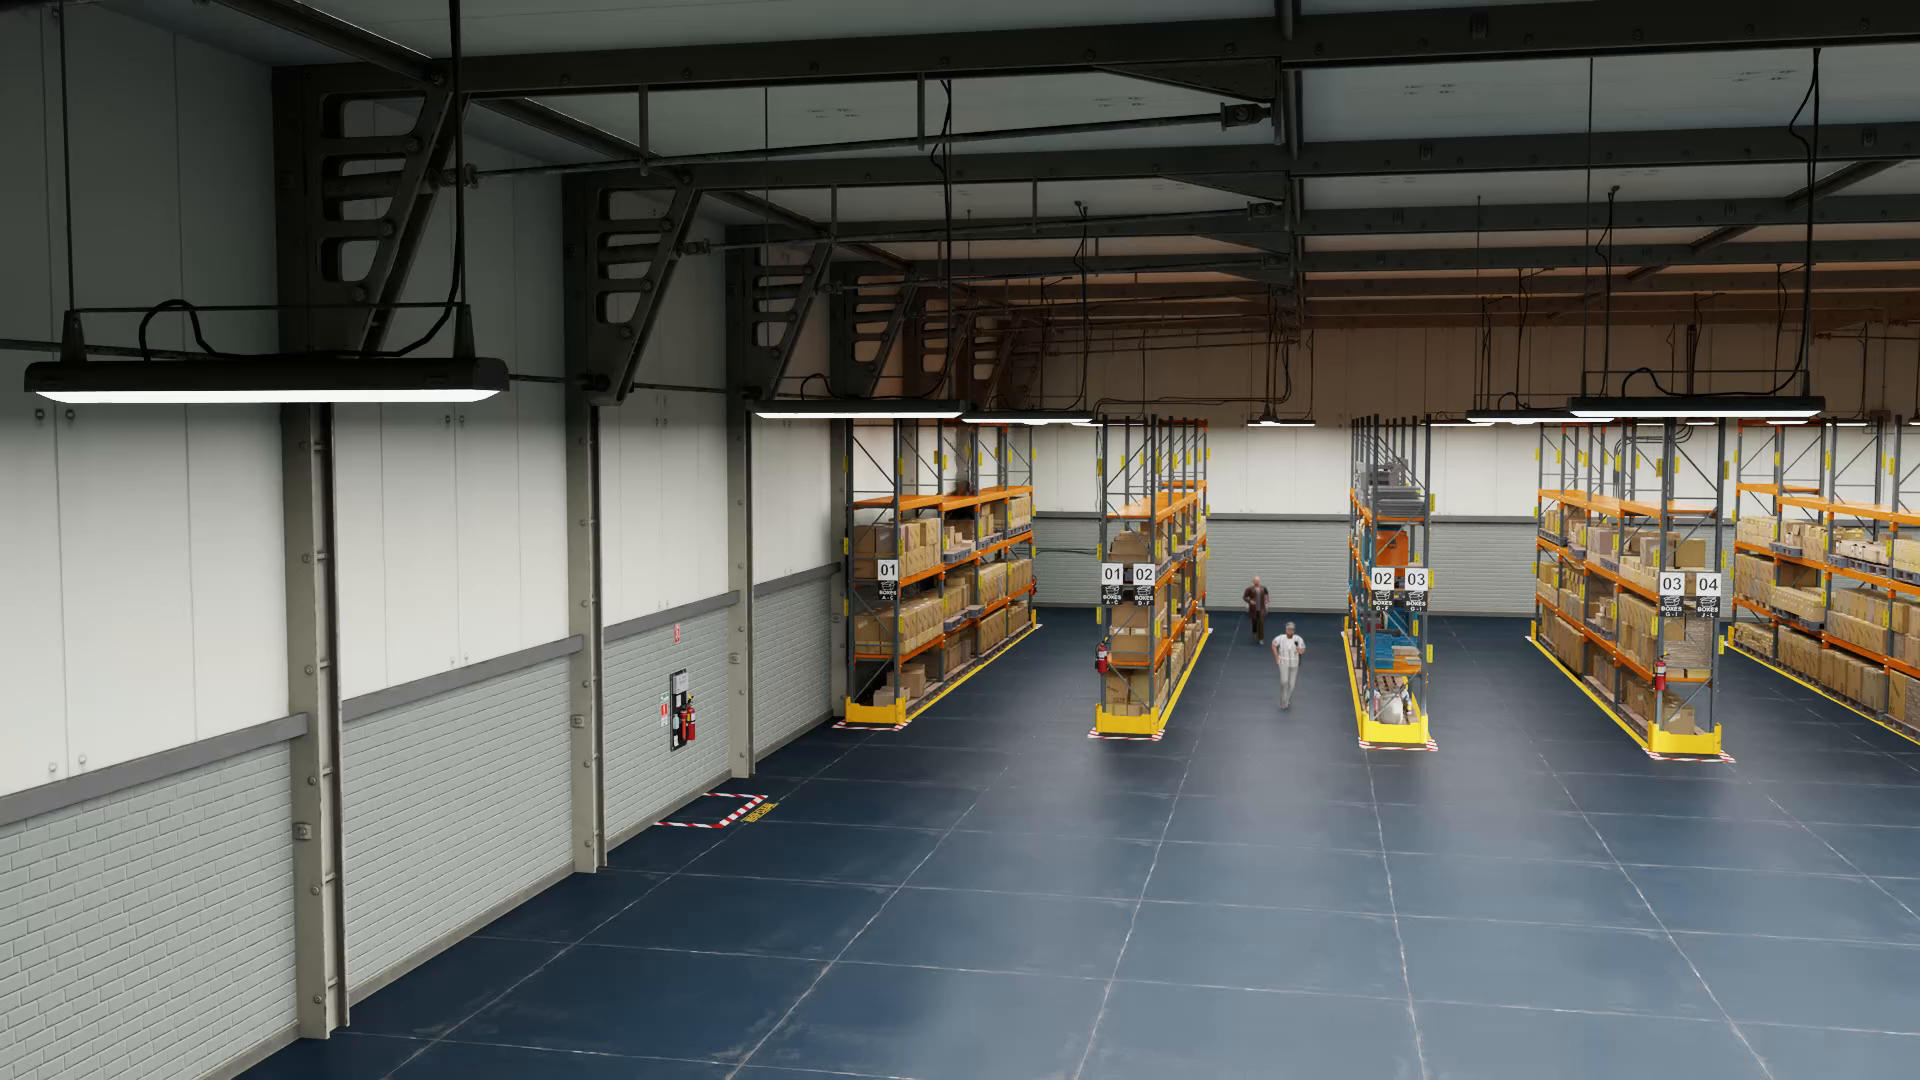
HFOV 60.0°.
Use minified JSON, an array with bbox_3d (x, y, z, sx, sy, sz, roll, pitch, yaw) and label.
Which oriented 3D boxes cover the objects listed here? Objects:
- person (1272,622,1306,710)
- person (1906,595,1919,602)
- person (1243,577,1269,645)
[{"bbox_3d":[6.761,2.583,34.153,0.641,1.820,0.797,0,4,0],"label":"person"},{"bbox_3d":[25.476,1.913,44.123,0.762,1.825,0.672,1,4,10],"label":"person"},{"bbox_3d":[7.935,1.872,44.497,0.725,1.794,1.027,0,4,-1],"label":"person"}]
